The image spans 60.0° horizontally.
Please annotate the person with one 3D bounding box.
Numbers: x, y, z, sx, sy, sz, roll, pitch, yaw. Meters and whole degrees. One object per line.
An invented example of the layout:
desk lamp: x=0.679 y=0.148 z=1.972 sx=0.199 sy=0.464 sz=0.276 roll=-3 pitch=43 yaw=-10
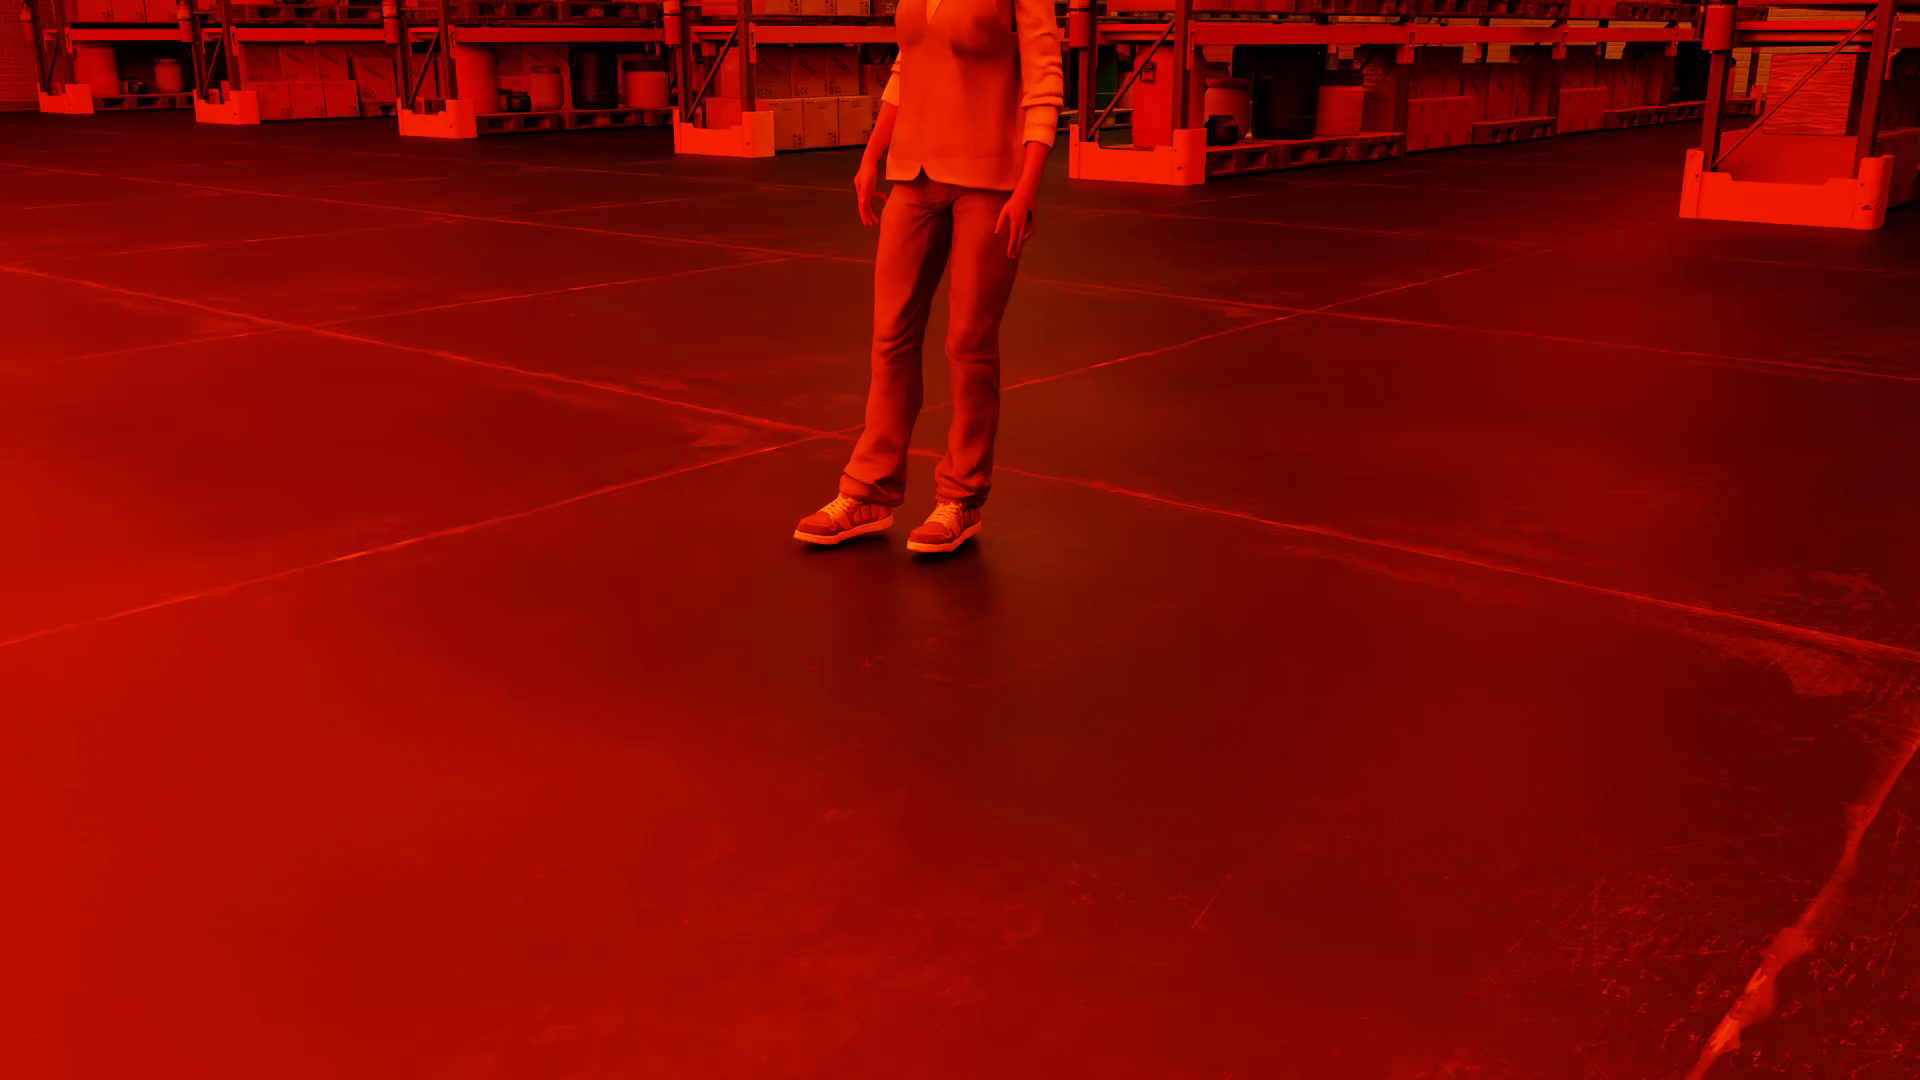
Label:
person: x=-0.058 y=-0.751 z=3.664 sx=0.520 sy=1.582 sz=0.475 roll=13 pitch=21 yaw=37
